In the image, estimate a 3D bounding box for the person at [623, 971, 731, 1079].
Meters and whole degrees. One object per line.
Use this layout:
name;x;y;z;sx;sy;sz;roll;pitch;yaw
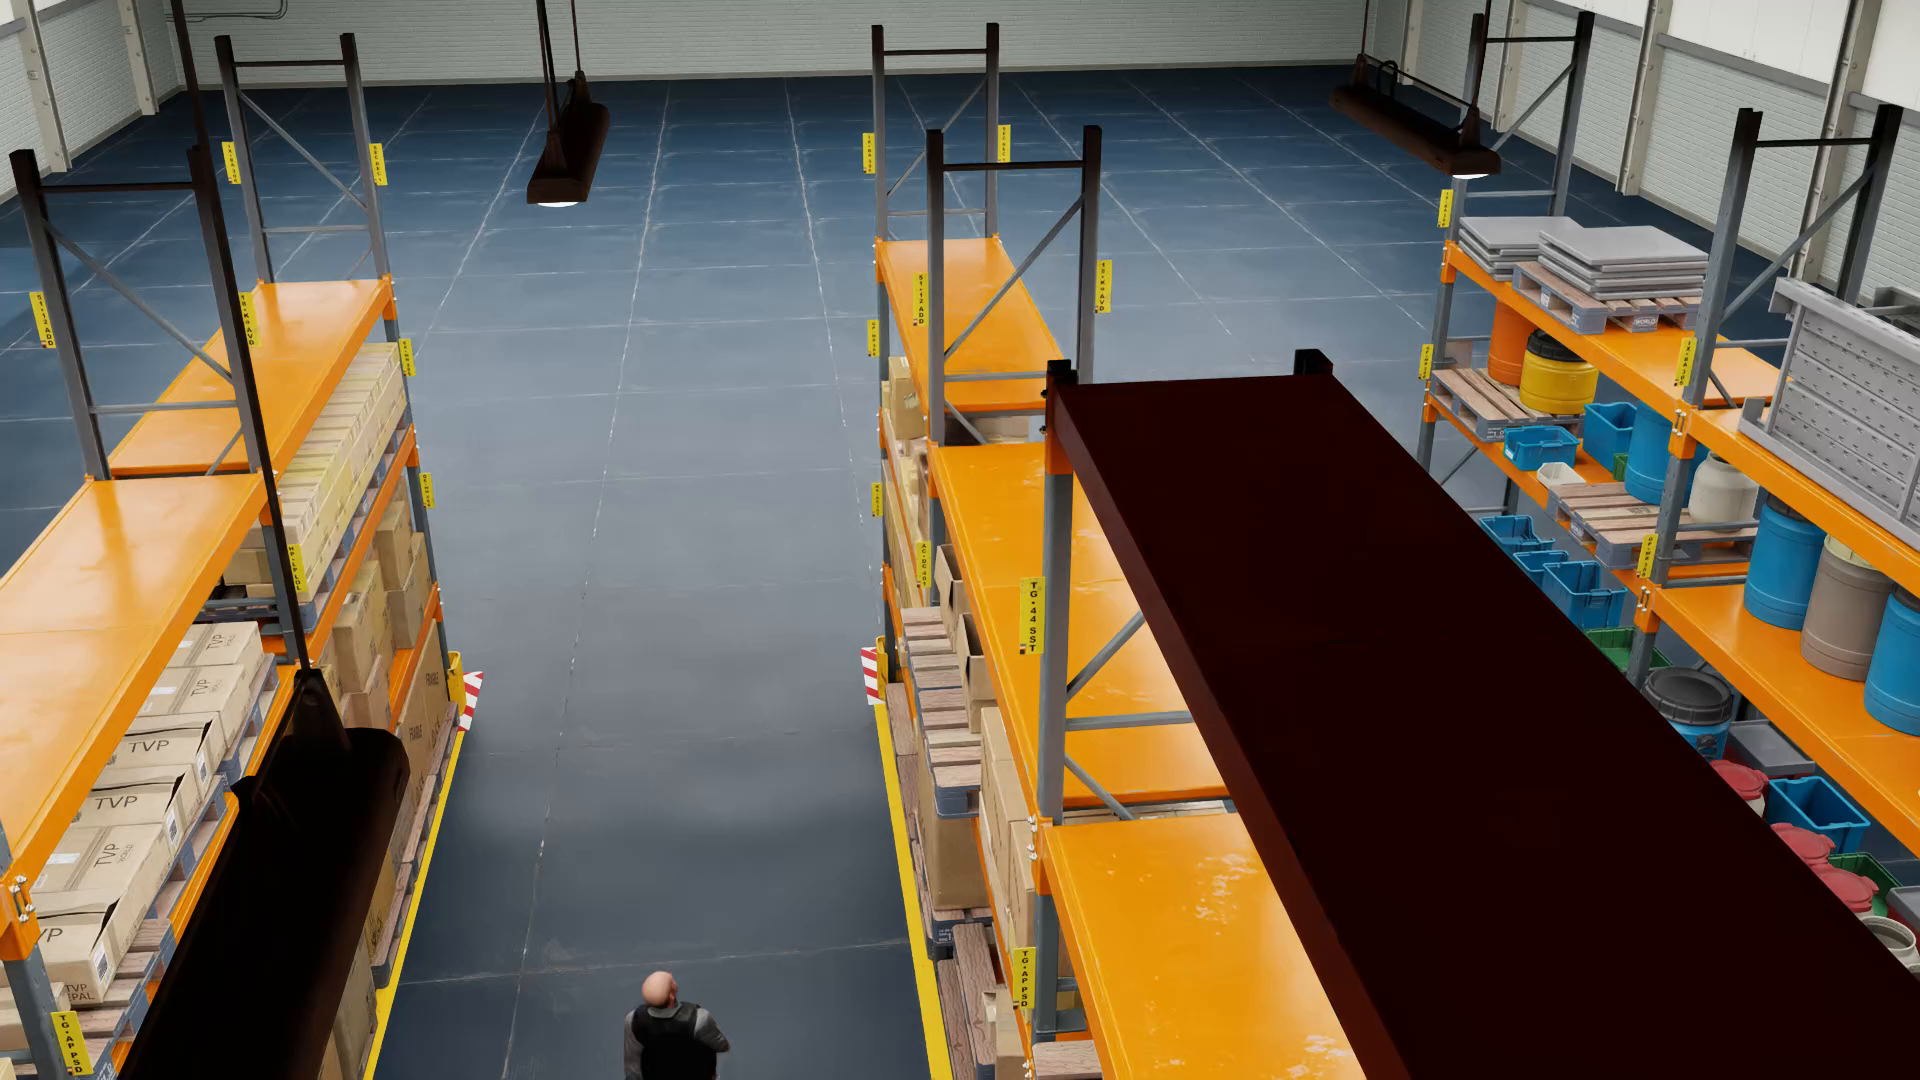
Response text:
person;-1.678;3.191;9.962;0.637;1.605;1.006;-6;26;-12
